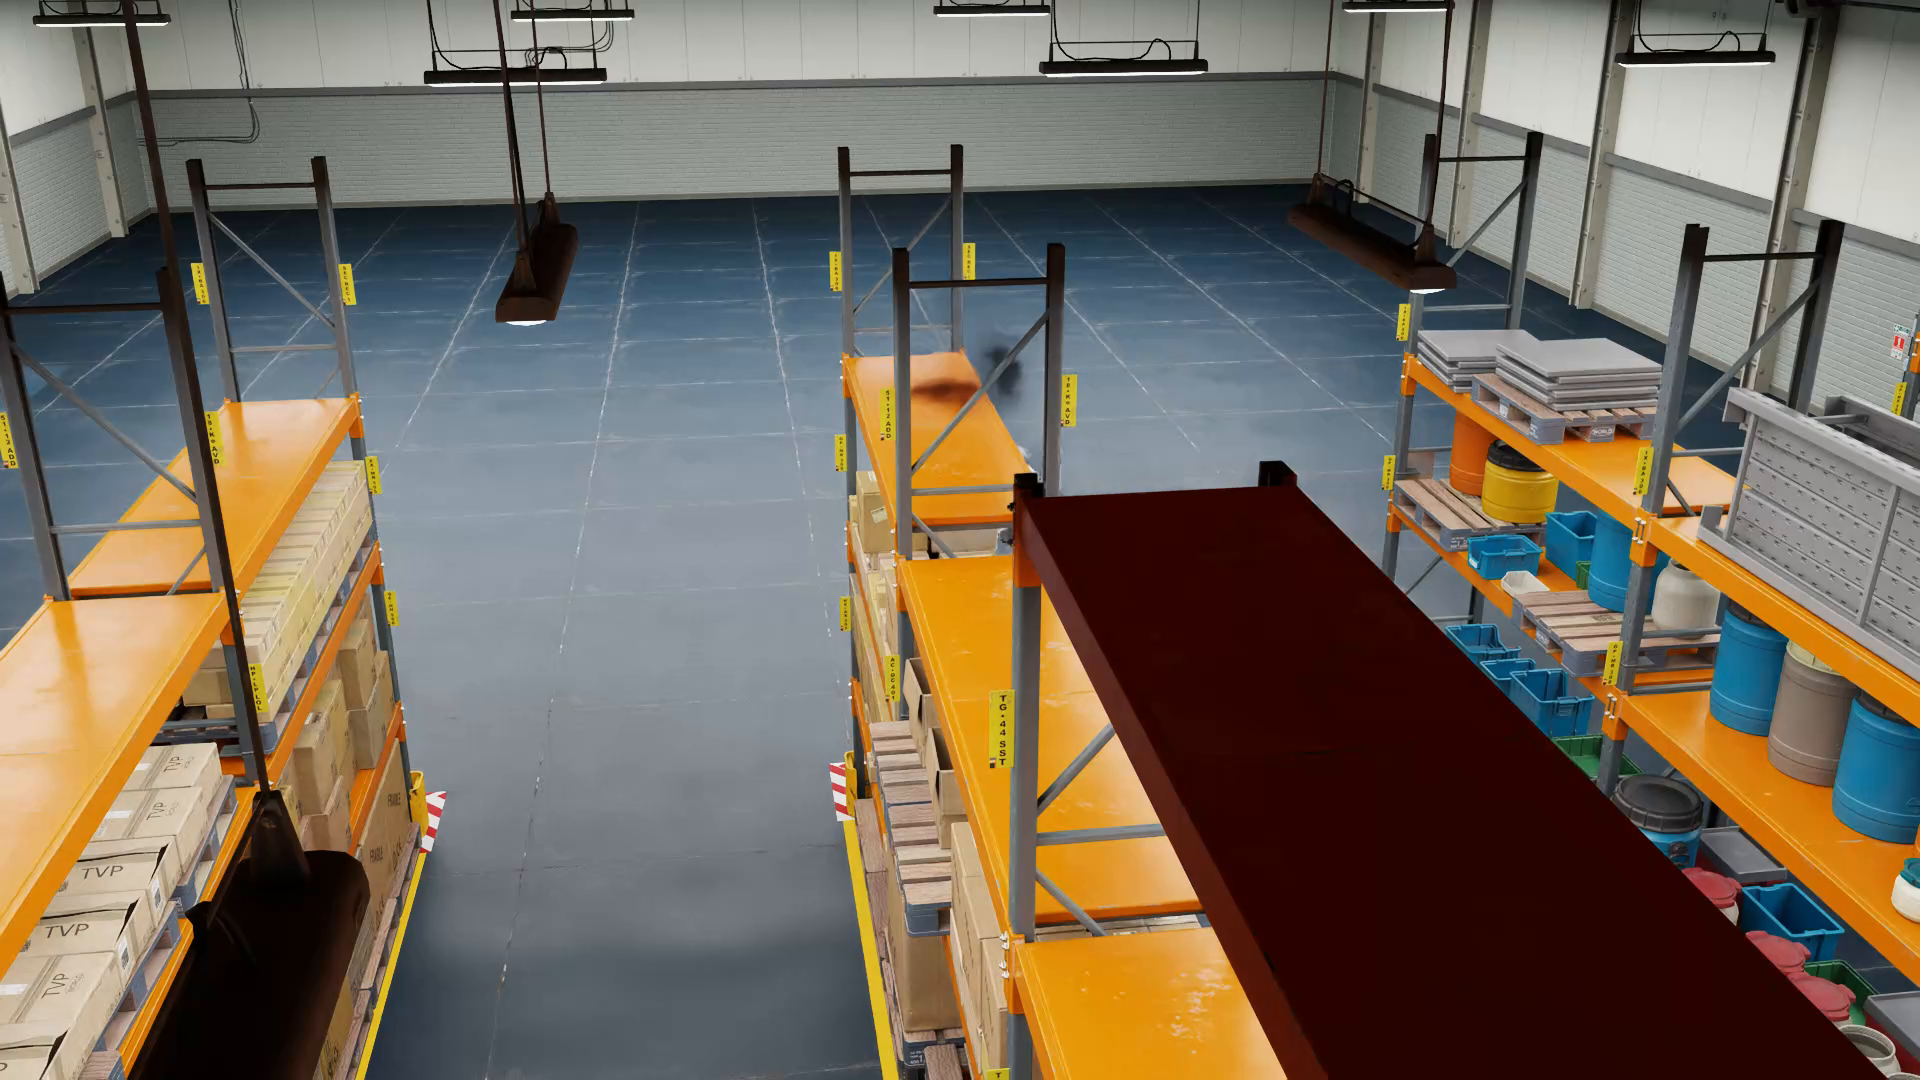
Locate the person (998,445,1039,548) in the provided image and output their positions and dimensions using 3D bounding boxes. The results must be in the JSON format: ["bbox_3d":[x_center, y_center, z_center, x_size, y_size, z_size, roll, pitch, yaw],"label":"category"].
[{"bbox_3d":[0.656,-0.391,20.351,0.715,1.645,0.543,5,22,12],"label":"person"}]

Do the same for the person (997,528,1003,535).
[{"bbox_3d":[0.181,0.174,18.850,0.941,1.678,0.613,9,23,22],"label":"person"}]
